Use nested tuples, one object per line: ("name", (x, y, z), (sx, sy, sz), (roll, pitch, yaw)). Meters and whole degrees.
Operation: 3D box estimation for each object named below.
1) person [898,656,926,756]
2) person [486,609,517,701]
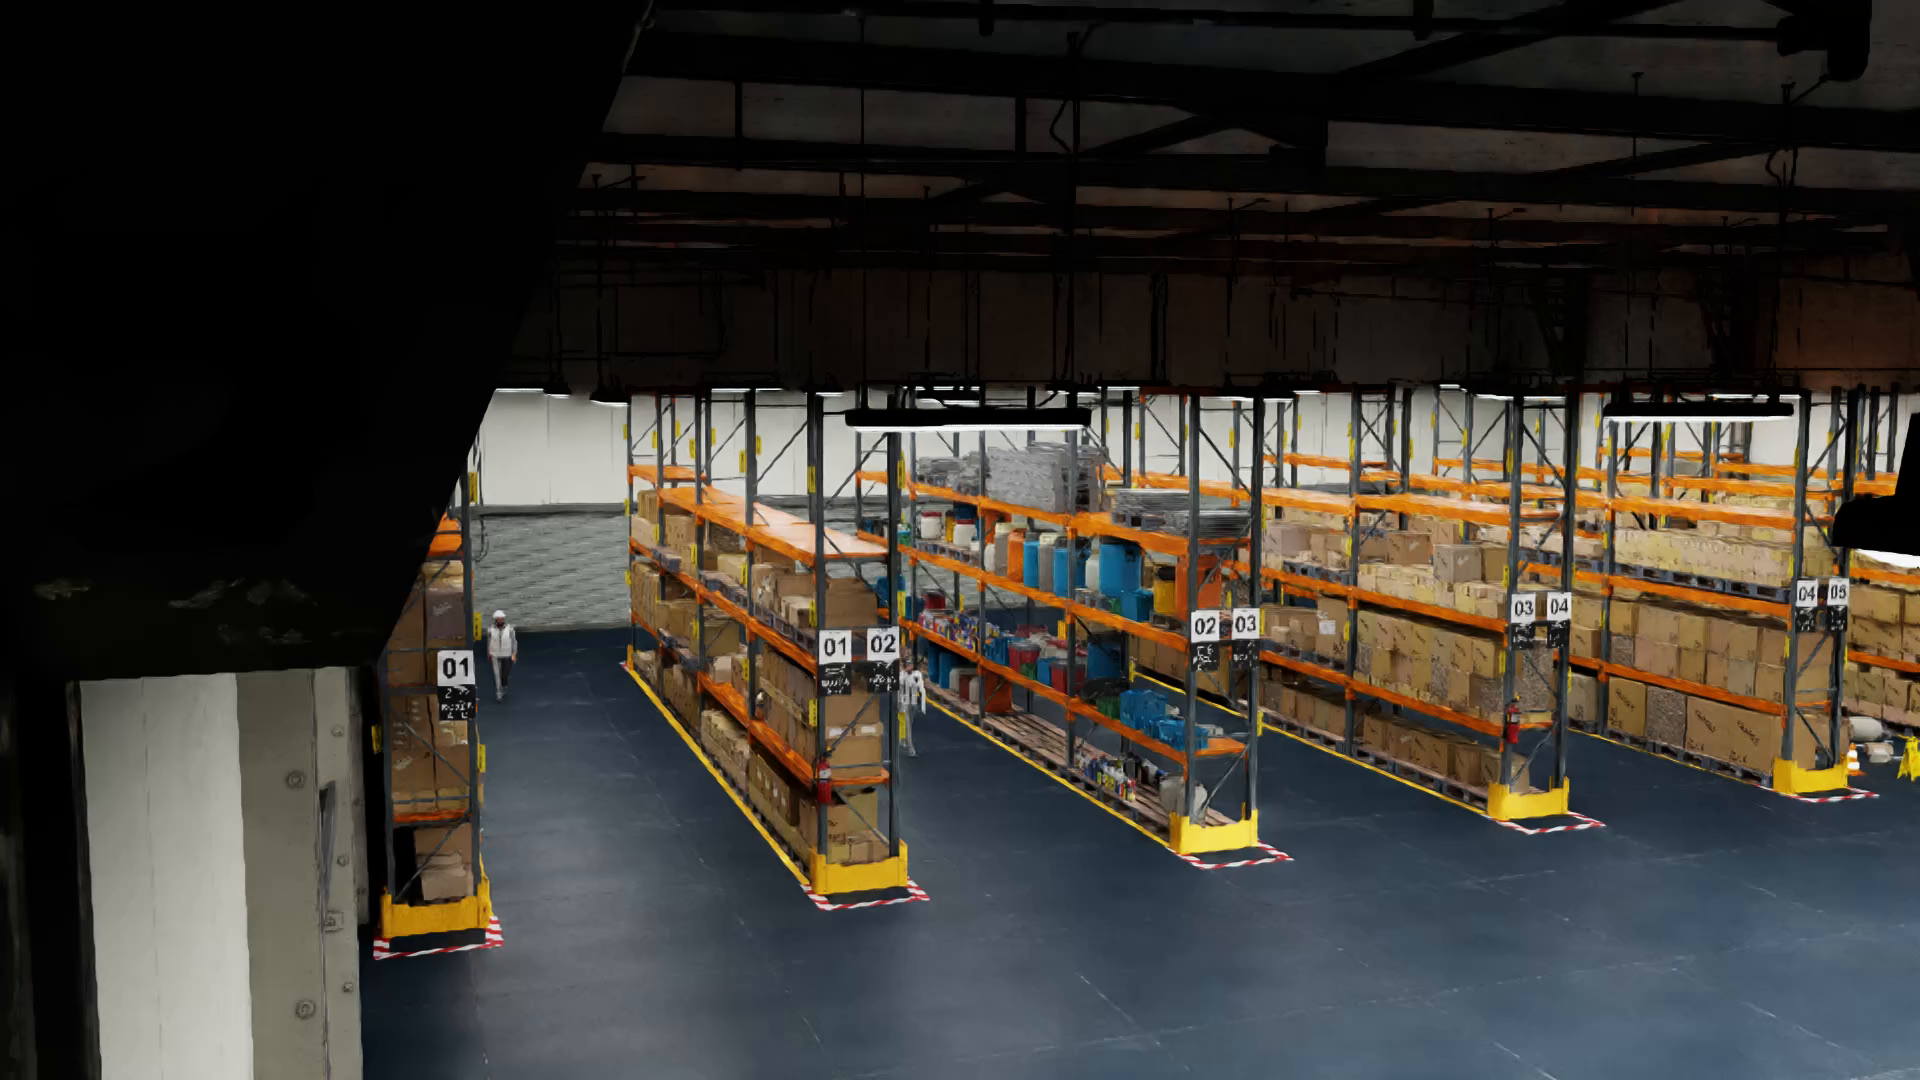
("person", (-0.821, 2.687, 27.408), (0.500, 1.625, 0.997), (-2, 6, -20))
("person", (-8.790, 2.181, 31.925), (0.555, 1.725, 1.029), (-2, 6, -20))
